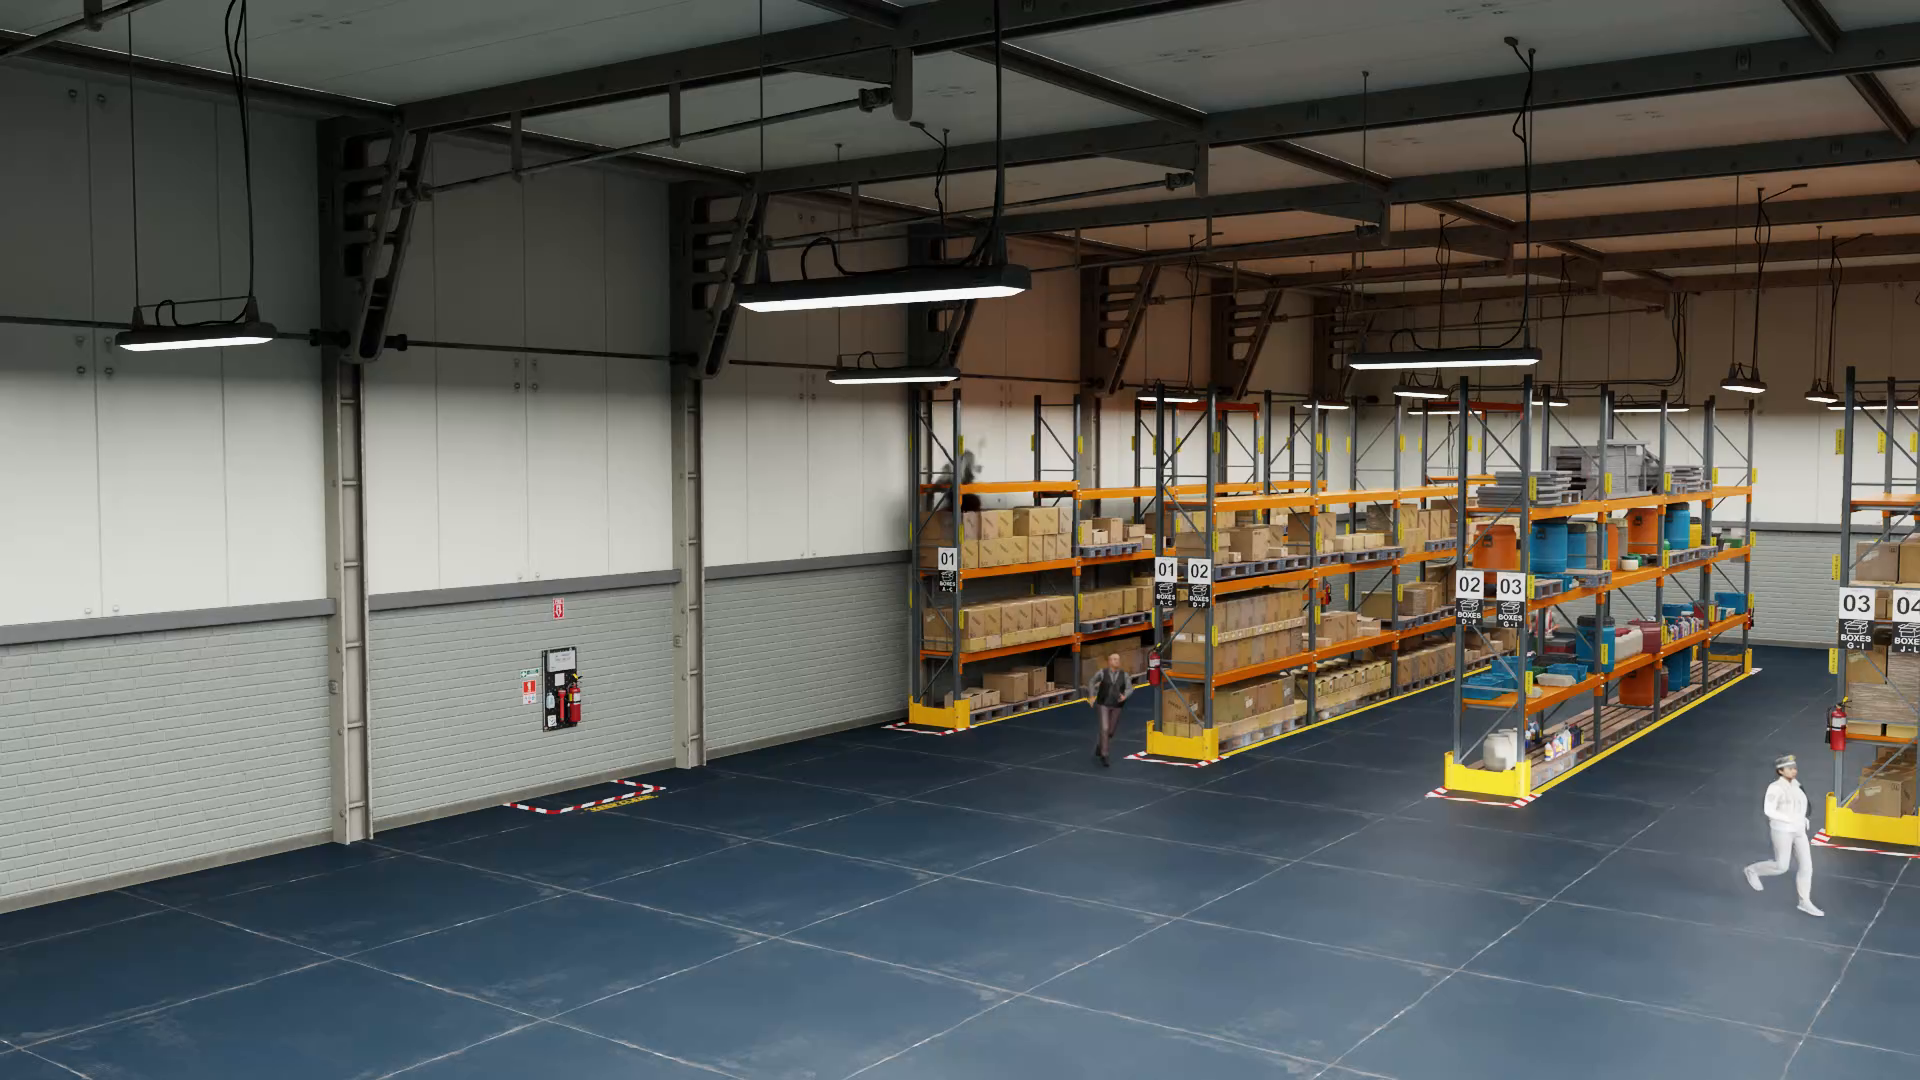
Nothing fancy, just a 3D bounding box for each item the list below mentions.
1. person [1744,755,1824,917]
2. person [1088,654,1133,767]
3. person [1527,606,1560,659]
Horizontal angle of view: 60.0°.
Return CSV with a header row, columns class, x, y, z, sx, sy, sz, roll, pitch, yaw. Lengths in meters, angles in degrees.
class,x,y,z,sx,sy,sz,roll,pitch,yaw
person,8.947,3.144,17.977,0.630,1.675,0.913,-2,4,-25
person,2.396,2.654,26.222,0.682,1.705,0.867,0,3,-7
person,12.500,2.099,35.654,0.656,1.739,0.587,1,4,24
